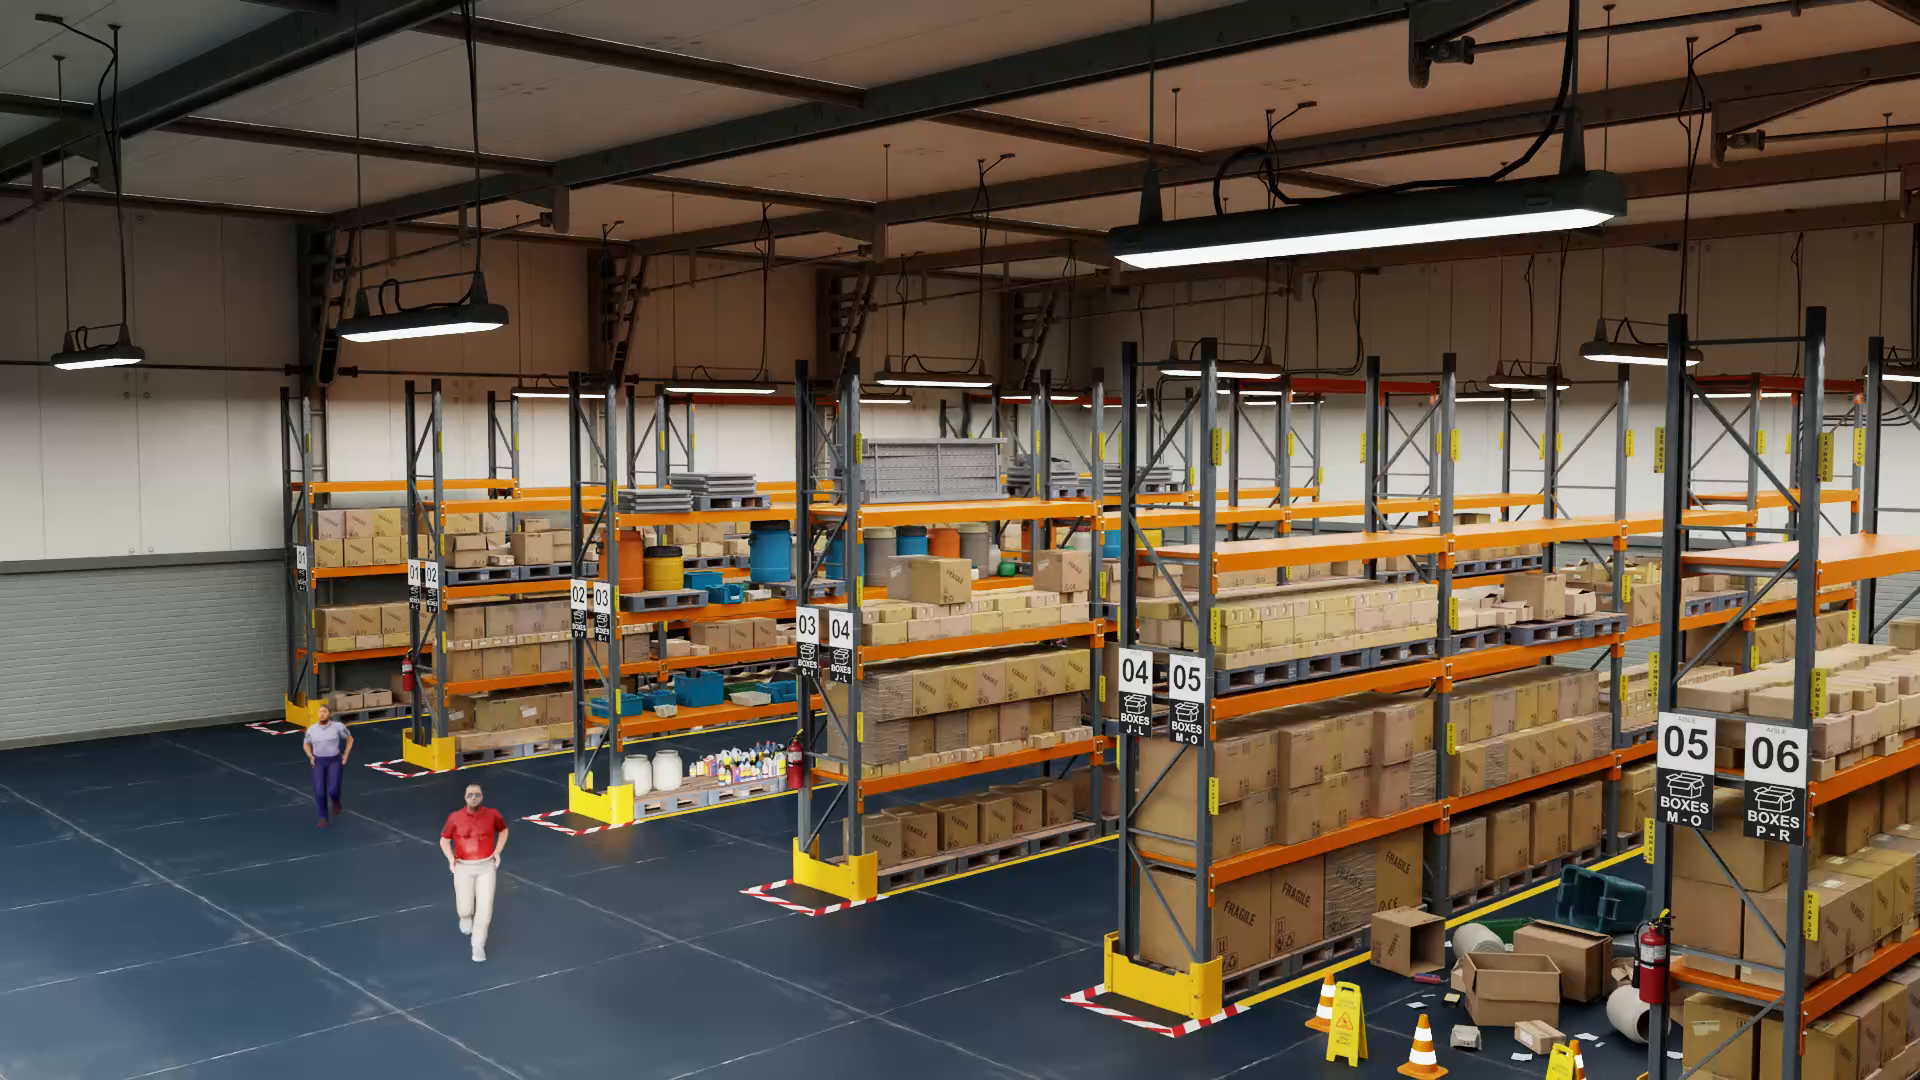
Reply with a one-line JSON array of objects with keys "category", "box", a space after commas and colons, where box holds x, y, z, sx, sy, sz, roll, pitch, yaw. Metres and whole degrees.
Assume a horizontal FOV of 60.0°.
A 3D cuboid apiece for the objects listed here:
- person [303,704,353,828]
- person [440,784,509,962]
[{"category": "person", "box": [-8.347, 2.976, 21.938, 0.614, 1.600, 0.533, -1, 4, -12]}, {"category": "person", "box": [-4.821, 3.270, 16.552, 0.663, 1.700, 0.752, -1, 4, -19]}]
